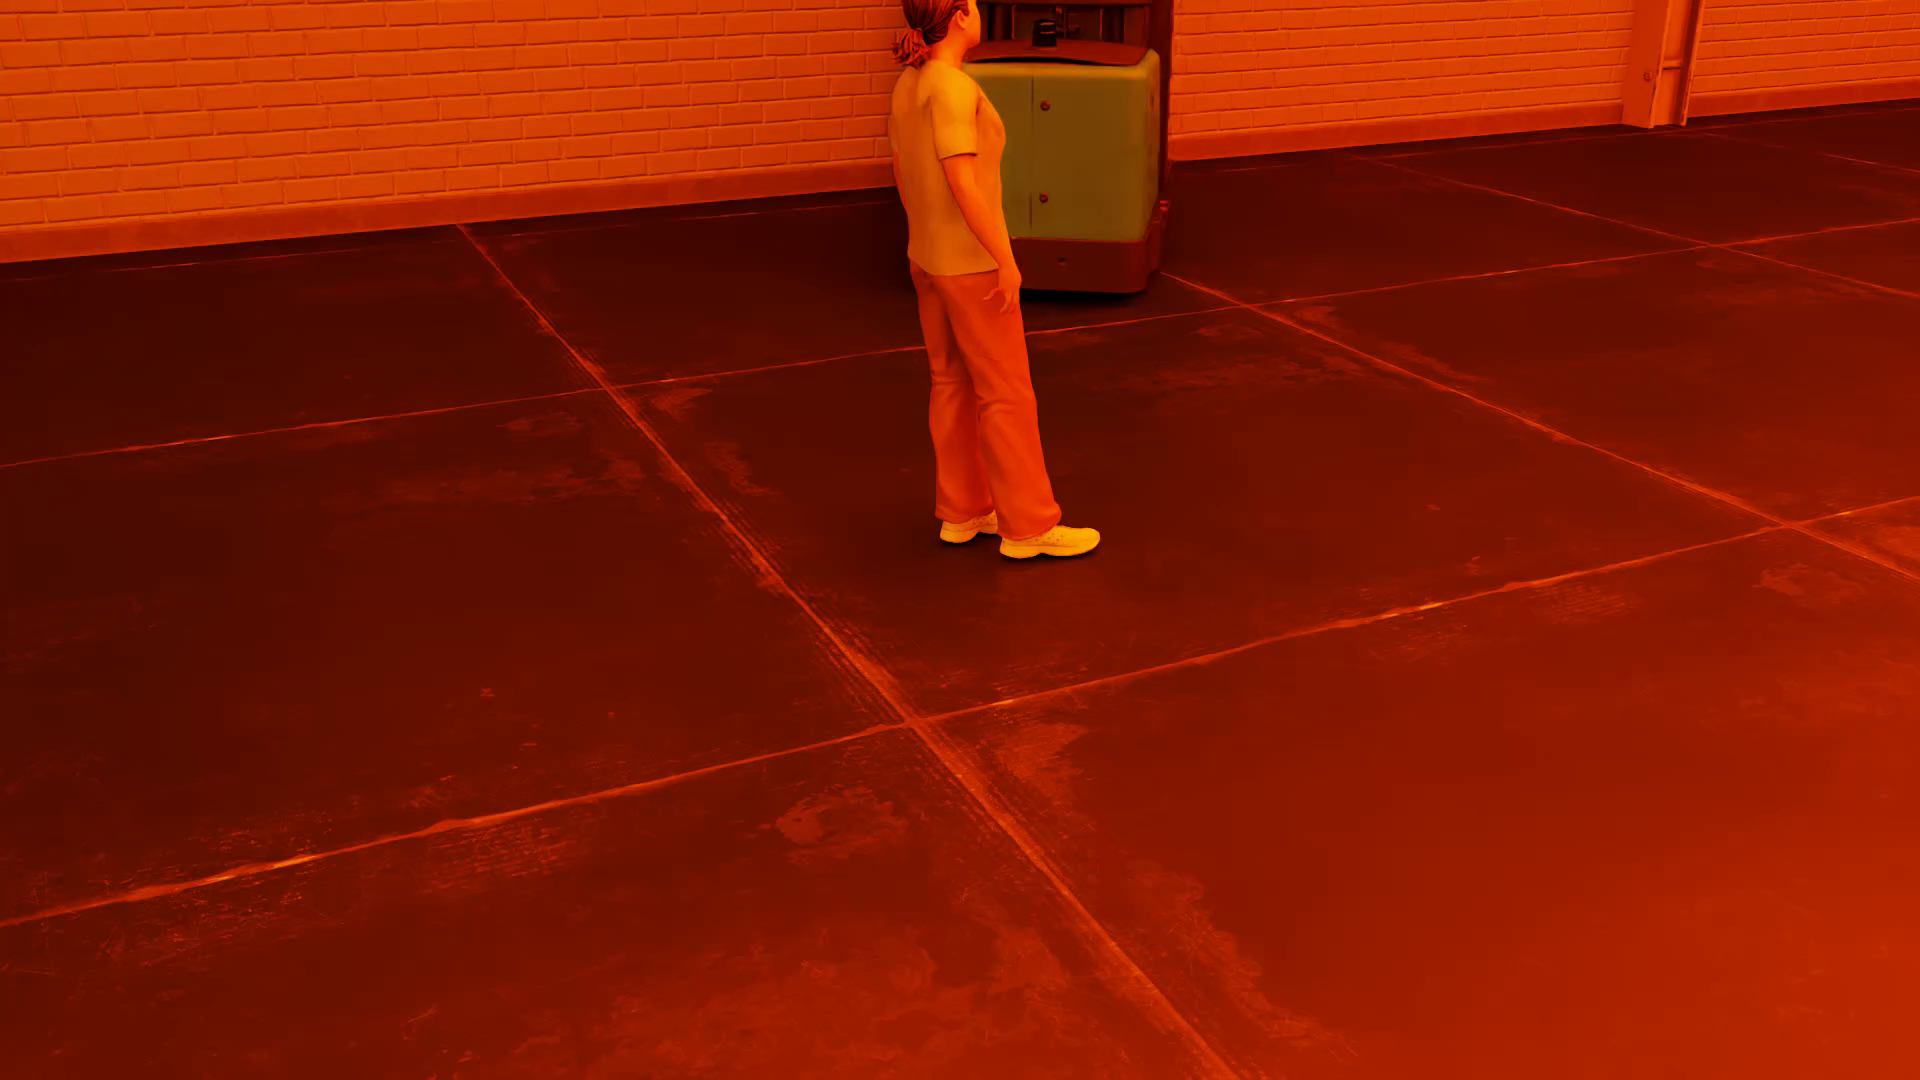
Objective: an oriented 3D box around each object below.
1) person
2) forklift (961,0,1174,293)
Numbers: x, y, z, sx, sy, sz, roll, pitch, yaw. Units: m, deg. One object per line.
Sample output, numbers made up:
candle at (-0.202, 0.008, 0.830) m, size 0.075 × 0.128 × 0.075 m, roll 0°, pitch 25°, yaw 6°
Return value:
person at (0.013, -0.812, 4.773) m, size 0.426 × 1.609 × 0.536 m, roll -10°, pitch 25°, yaw -23°
forklift at (0.580, -3.021, 8.558) m, size 1.130 × 2.935 × 3.031 m, roll 4°, pitch 23°, yaw 9°
